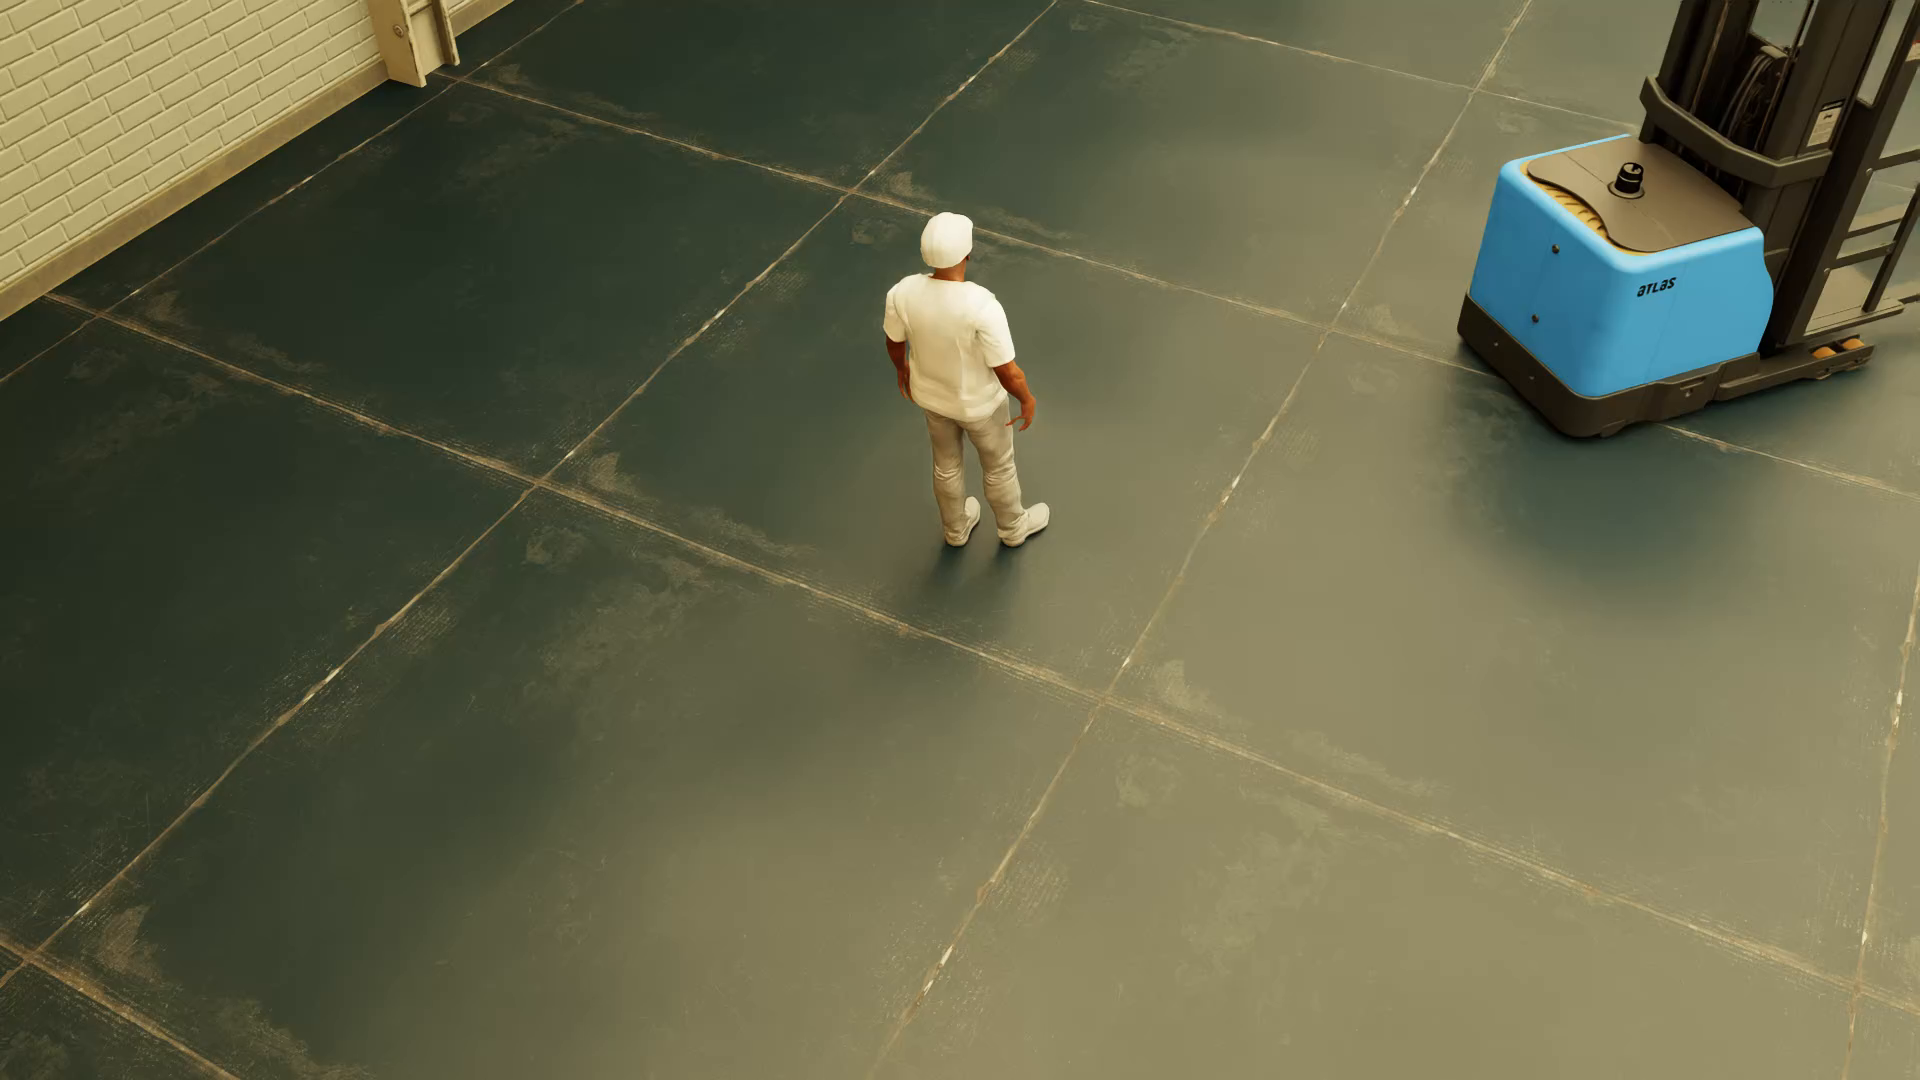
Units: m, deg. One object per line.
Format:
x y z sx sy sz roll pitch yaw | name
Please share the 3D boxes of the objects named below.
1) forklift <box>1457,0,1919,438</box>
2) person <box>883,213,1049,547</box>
4.219 -2.226 8.016 3.031 2.935 1.130 -16 46 -16 | forklift
0.038 -0.689 7.224 0.665 1.768 0.575 20 47 20 | person
